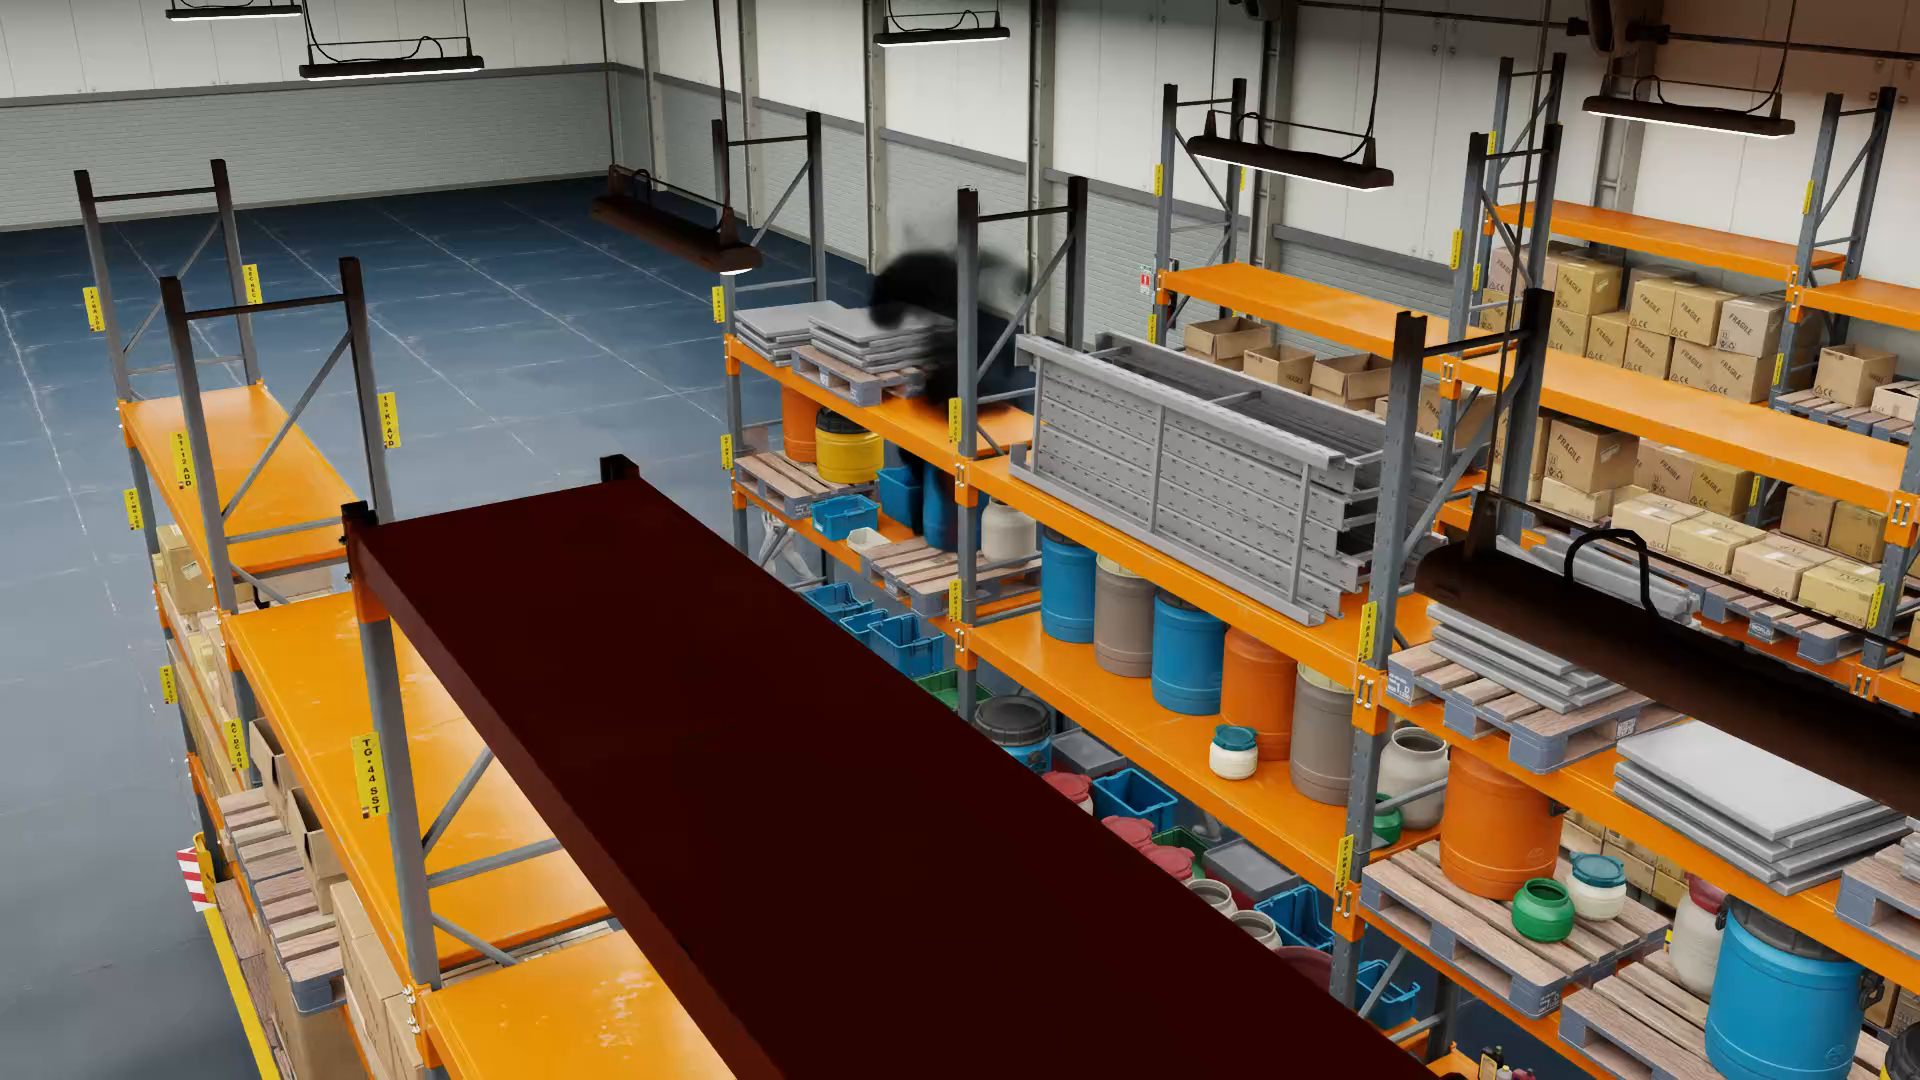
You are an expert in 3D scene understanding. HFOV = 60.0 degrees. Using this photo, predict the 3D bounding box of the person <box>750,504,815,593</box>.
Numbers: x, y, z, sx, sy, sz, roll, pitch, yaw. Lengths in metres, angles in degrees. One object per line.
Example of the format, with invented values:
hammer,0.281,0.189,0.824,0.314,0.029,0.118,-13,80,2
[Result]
person,-2.072,-0.092,19.434,0.765,1.732,0.576,-4,22,-10

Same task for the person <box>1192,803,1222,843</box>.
person,2.041,1.736,14.086,0.559,1.654,0.585,-16,27,-35
